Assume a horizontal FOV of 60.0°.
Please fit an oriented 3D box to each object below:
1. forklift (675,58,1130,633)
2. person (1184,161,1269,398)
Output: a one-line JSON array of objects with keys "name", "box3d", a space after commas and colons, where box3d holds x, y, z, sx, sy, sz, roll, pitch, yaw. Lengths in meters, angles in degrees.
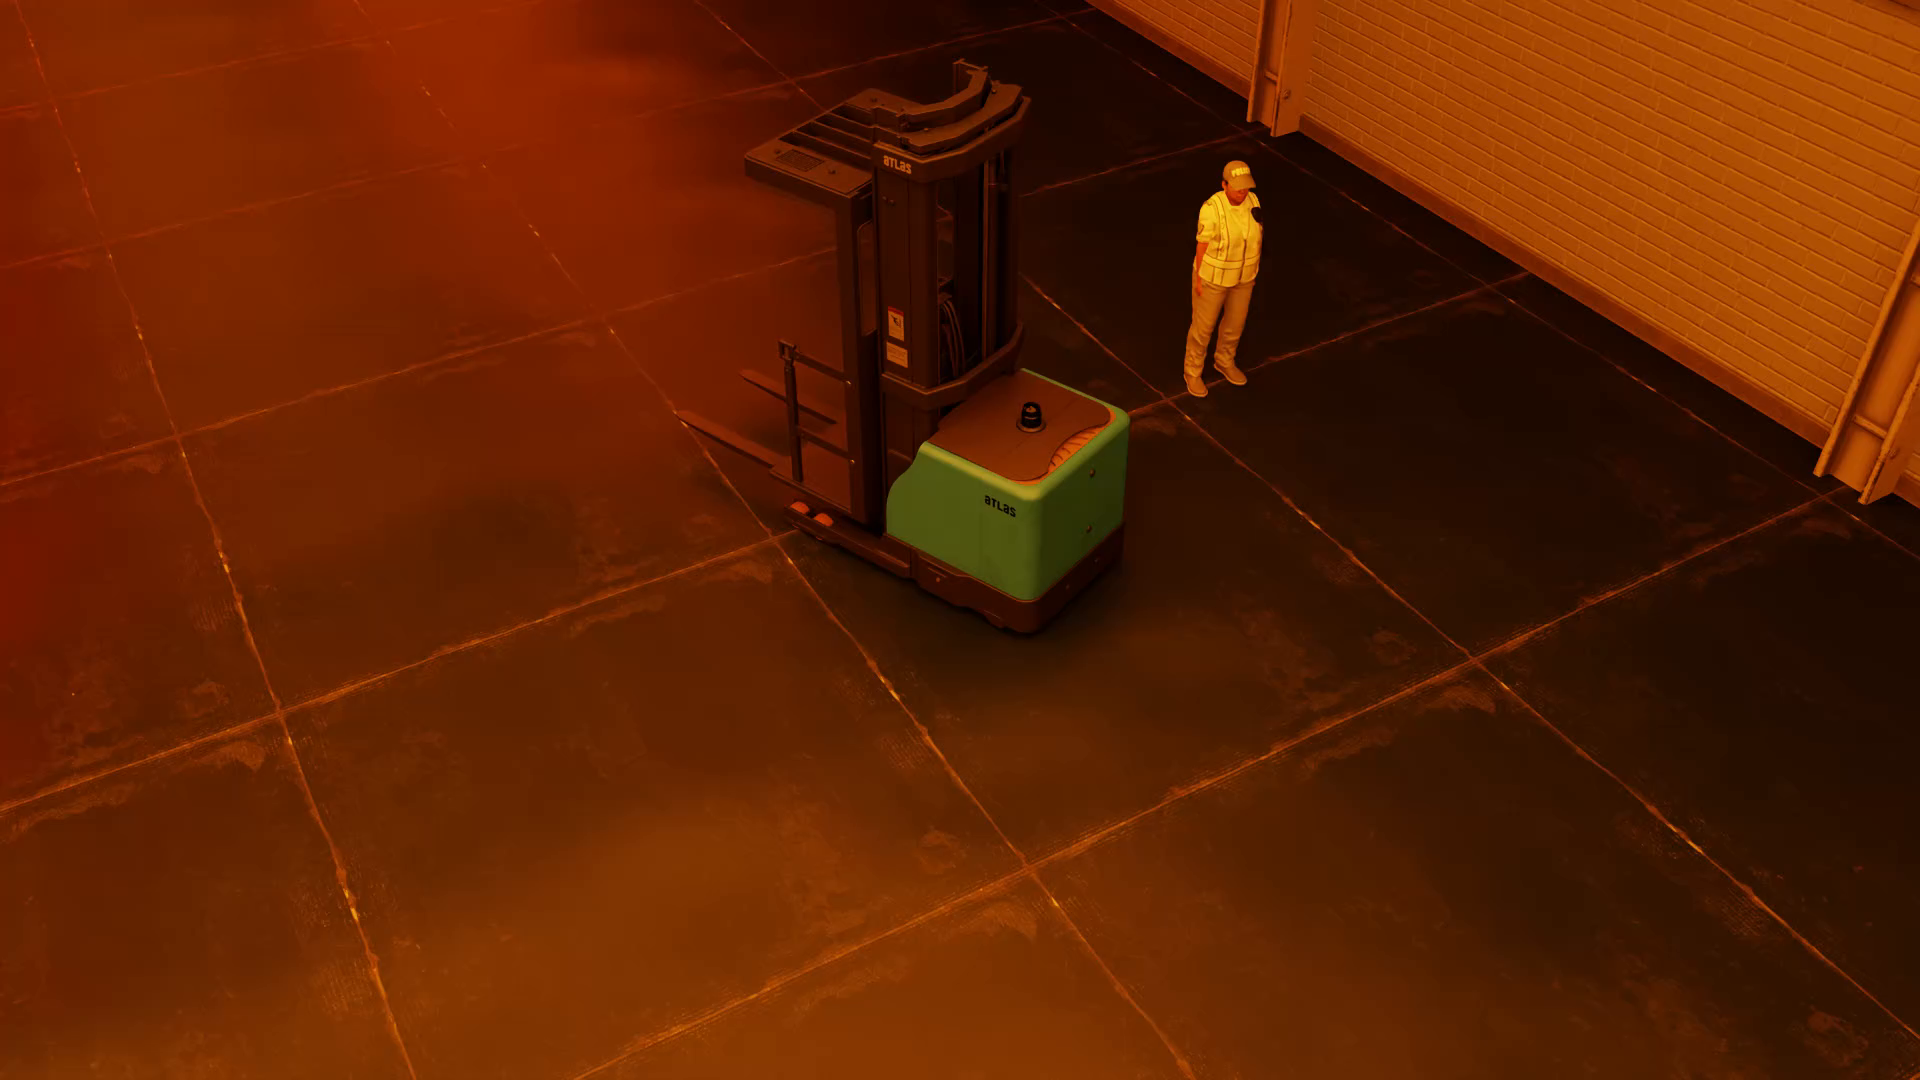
[{"name": "forklift", "box3d": [-0.481, -1.366, 9.683, 3.031, 2.935, 1.130, 26, 46, 28]}, {"name": "person", "box3d": [1.781, -1.767, 11.163, 0.482, 1.668, 0.393, -17, 43, -20]}]
